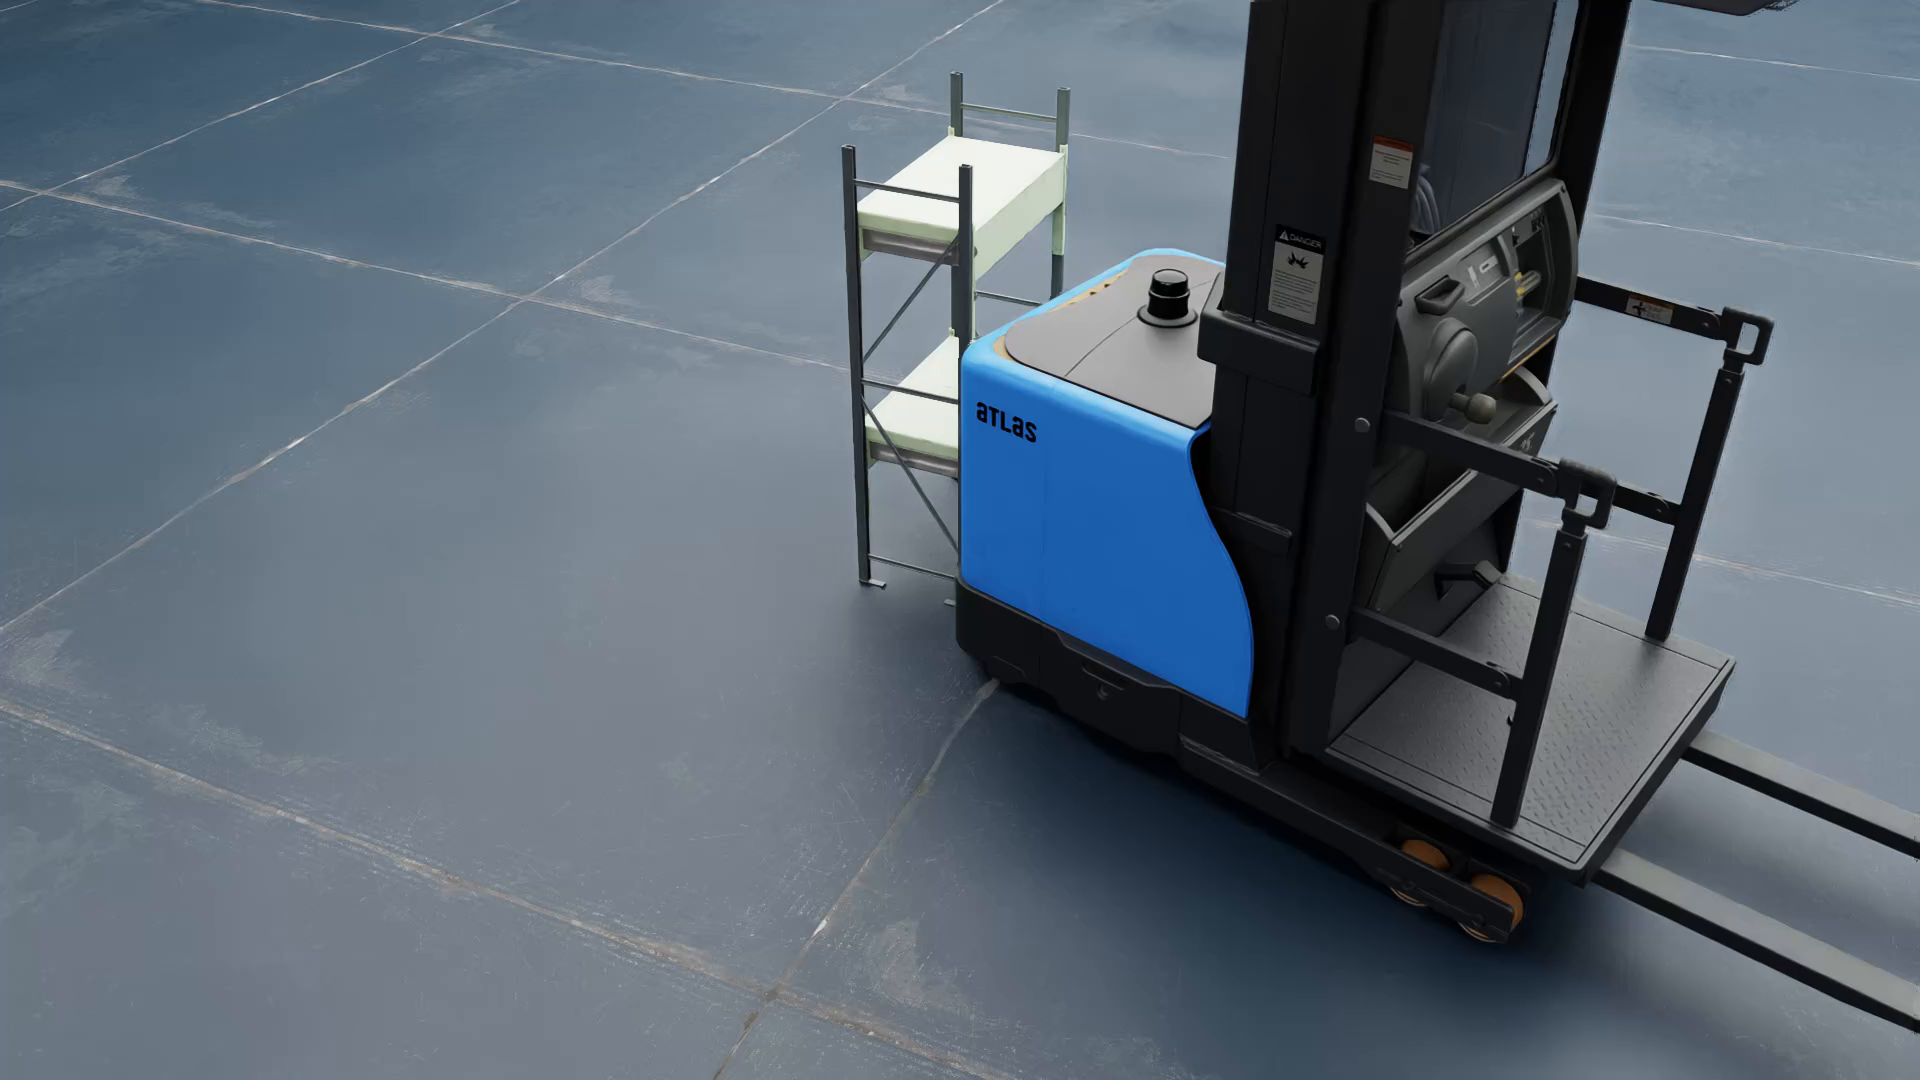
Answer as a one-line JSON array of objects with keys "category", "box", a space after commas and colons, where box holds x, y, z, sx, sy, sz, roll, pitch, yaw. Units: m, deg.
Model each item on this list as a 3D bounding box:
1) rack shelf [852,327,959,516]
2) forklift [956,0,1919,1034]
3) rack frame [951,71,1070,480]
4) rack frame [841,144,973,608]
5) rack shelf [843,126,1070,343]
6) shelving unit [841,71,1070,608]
[{"category": "rack shelf", "box": [0.003, -0.358, 5.523, 0.431, 0.370, 0.720, 14, 36, 20]}, {"category": "forklift", "box": [1.439, -0.541, 3.902, 3.031, 2.935, 1.130, 25, 41, 33]}, {"category": "rack frame", "box": [0.156, -0.813, 5.622, 0.400, 1.500, 0.023, 14, 36, 20]}, {"category": "rack frame", "box": [-0.150, -0.448, 5.066, 0.400, 1.500, 0.023, 14, 36, 20]}, {"category": "rack shelf", "box": [0.003, -0.957, 5.130, 0.431, 0.370, 0.720, 14, 36, 20]}, {"category": "shelving unit", "box": [0.003, -0.631, 5.344, 0.431, 1.500, 0.755, 14, 36, 20]}]
